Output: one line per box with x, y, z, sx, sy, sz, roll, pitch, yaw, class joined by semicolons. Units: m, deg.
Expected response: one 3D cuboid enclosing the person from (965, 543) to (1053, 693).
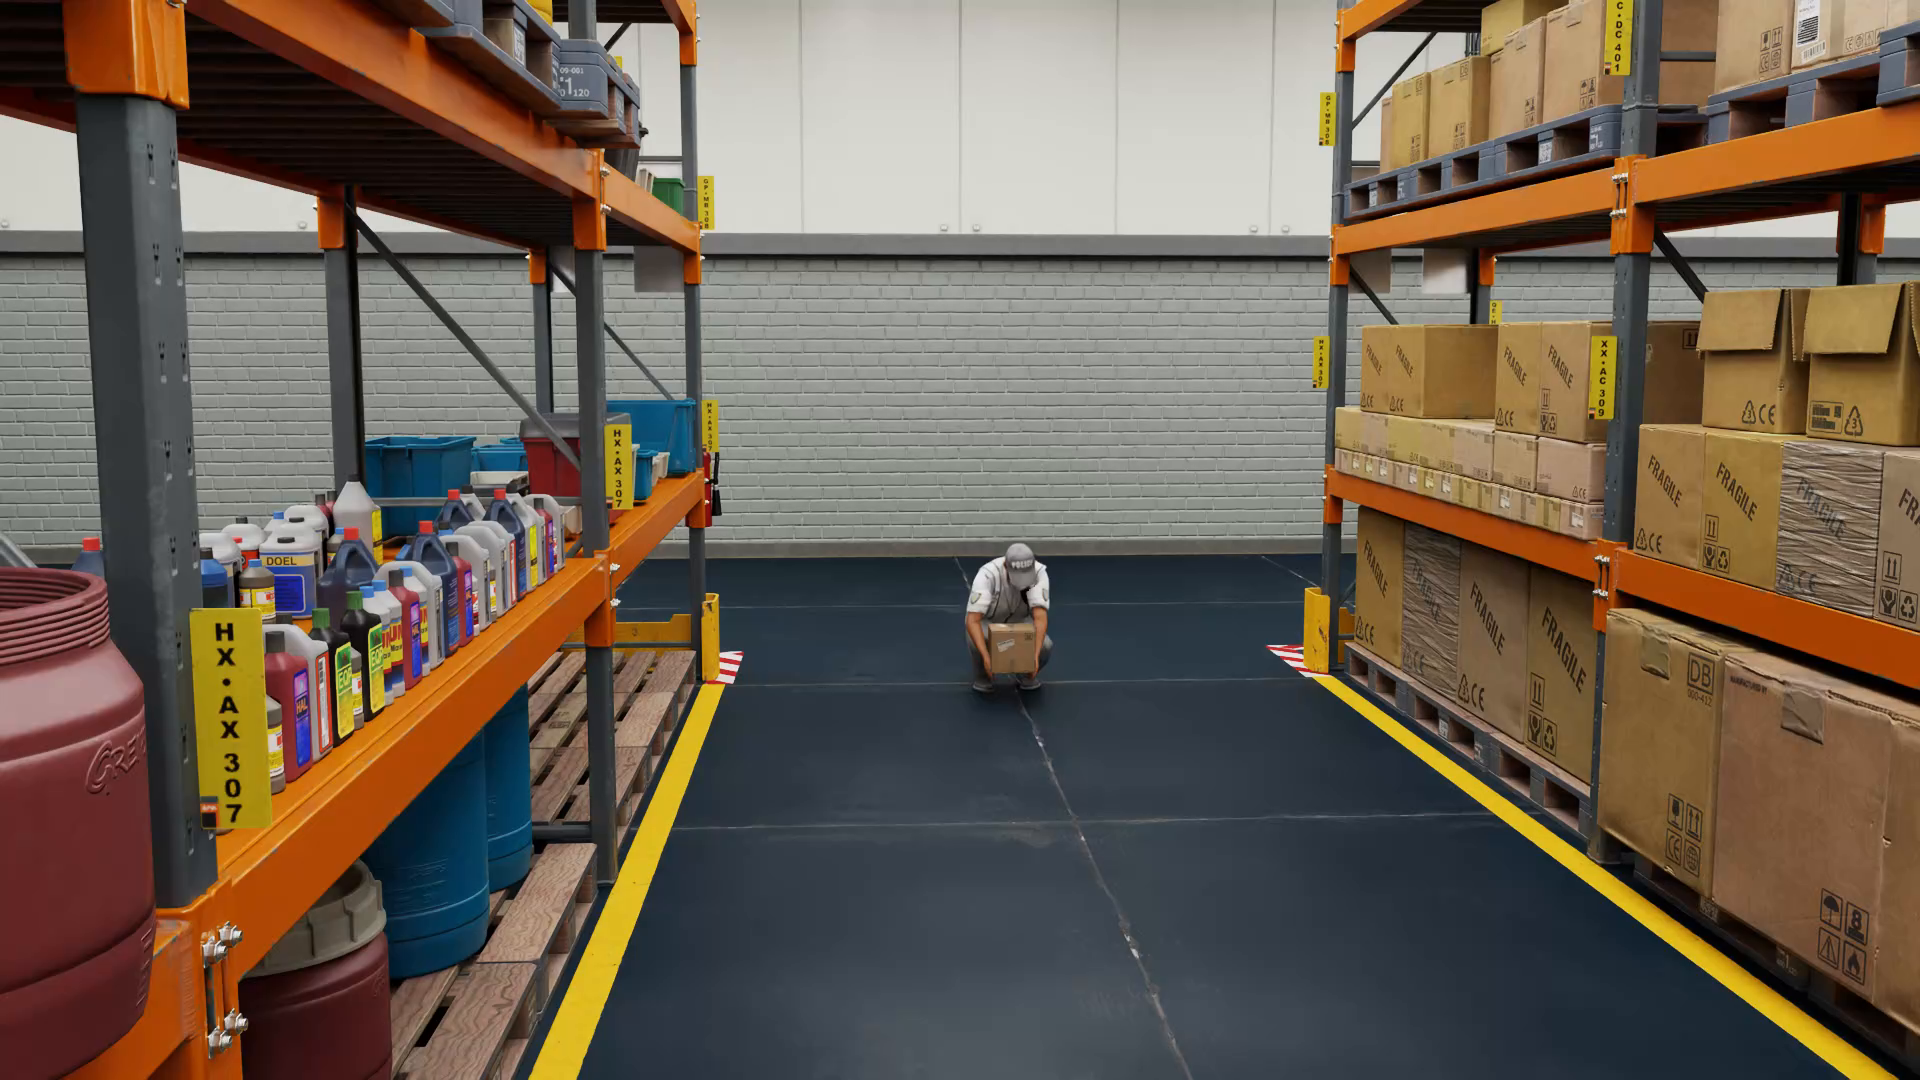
0.286;0.458;10.055;0.529;0.939;0.841;0;7;-4;person
